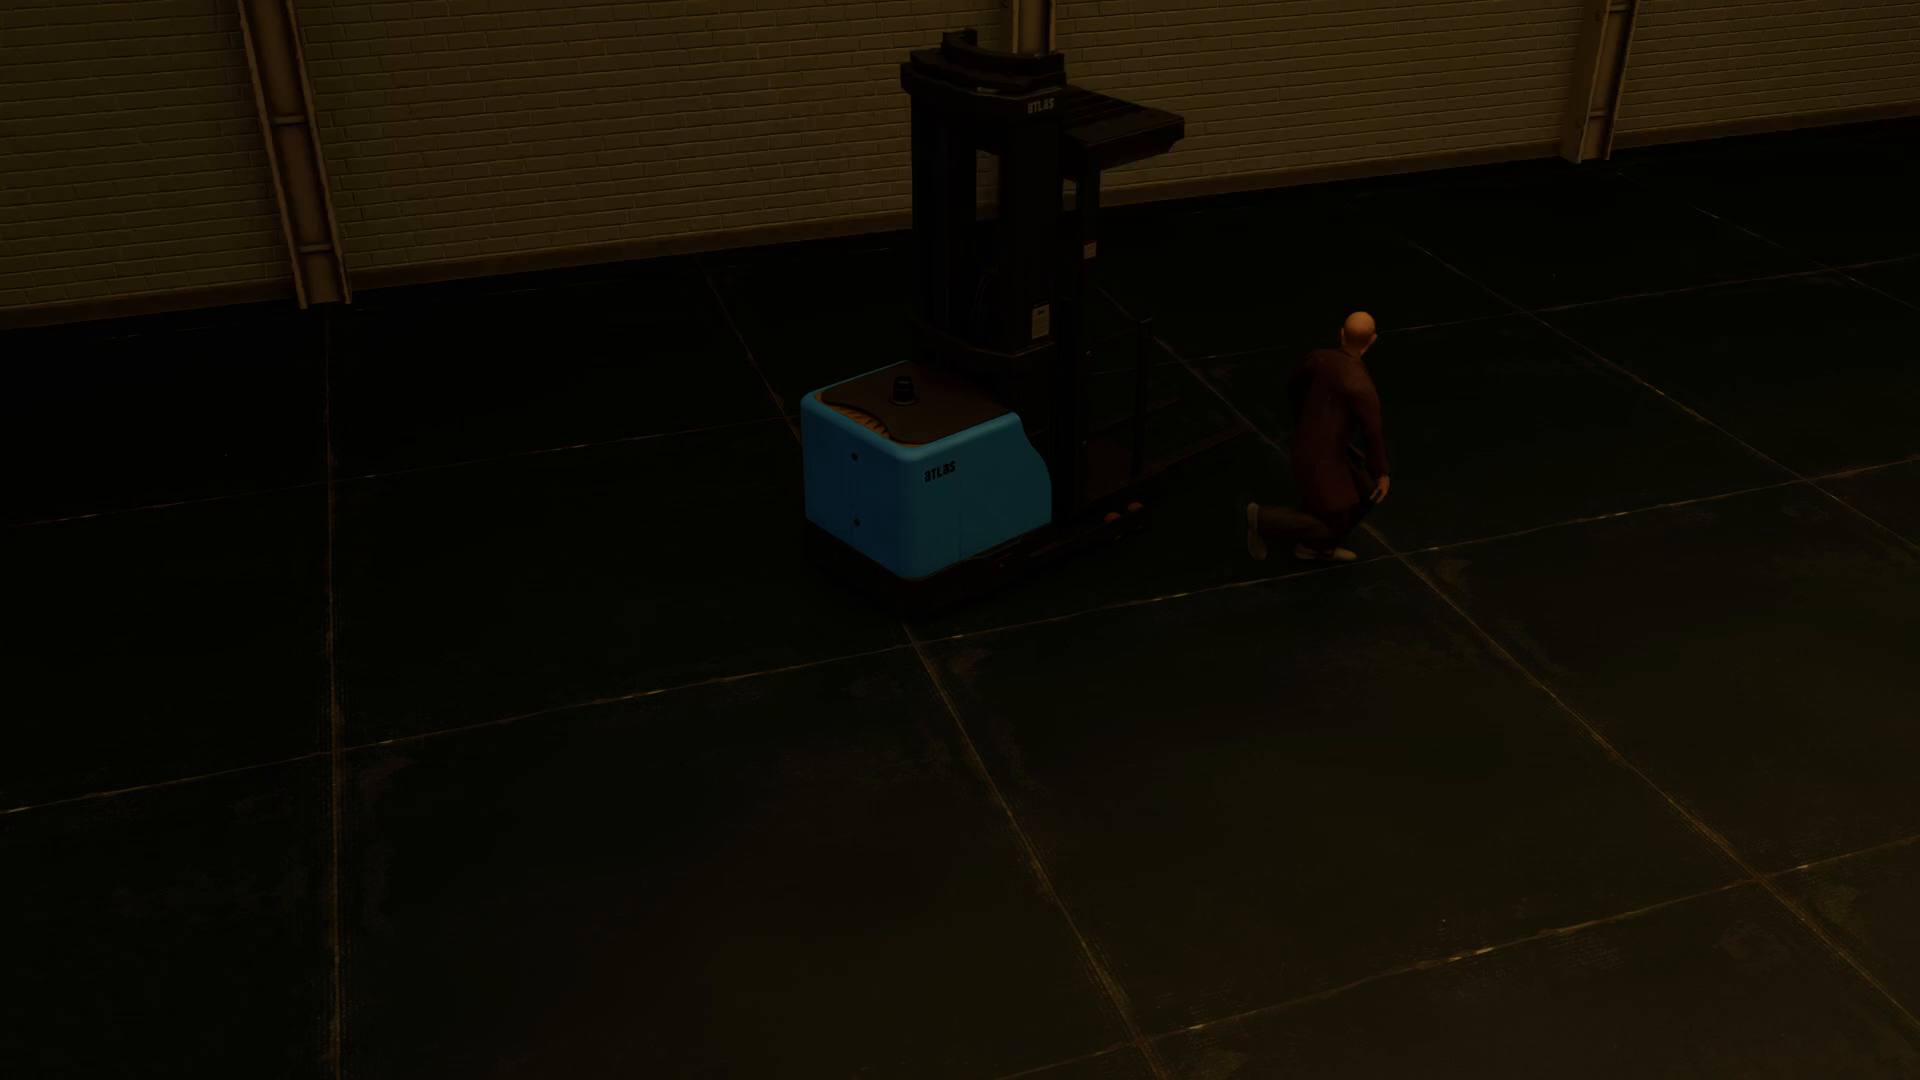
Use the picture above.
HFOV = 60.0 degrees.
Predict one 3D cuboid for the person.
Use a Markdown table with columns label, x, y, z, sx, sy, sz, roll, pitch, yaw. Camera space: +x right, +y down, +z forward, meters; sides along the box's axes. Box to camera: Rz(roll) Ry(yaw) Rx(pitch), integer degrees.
| label | x | y | z | sx | sy | sz | roll | pitch | yaw |
| --- | --- | --- | --- | --- | --- | --- | --- | --- | --- |
| person | 2.041 | -0.557 | 9.473 | 0.750 | 1.560 | 0.744 | 3 | 30 | 5 |

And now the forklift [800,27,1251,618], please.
| label | x | y | z | sx | sy | sz | roll | pitch | yaw |
| --- | --- | --- | --- | --- | --- | --- | --- | --- | --- |
| forklift | 0.537 | -1.448 | 9.603 | 3.031 | 2.935 | 1.130 | -23 | 37 | -34 |
